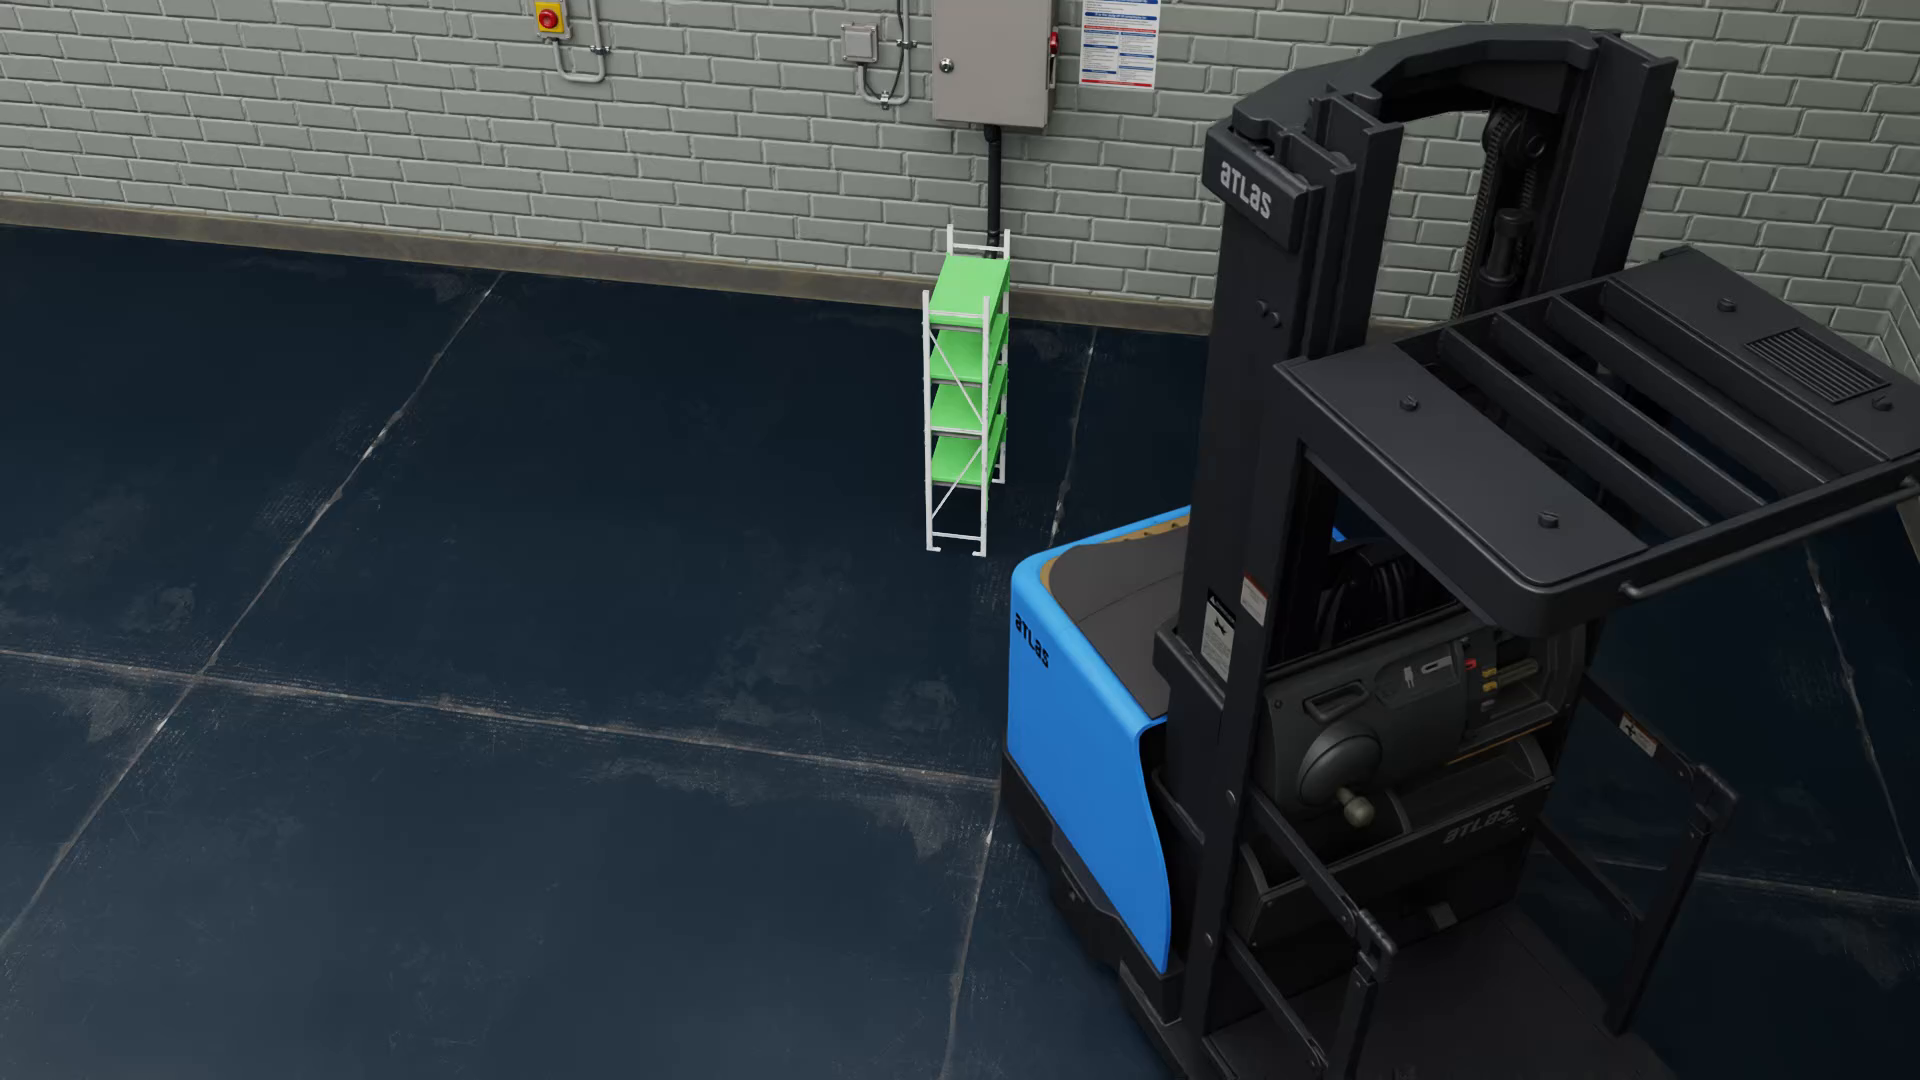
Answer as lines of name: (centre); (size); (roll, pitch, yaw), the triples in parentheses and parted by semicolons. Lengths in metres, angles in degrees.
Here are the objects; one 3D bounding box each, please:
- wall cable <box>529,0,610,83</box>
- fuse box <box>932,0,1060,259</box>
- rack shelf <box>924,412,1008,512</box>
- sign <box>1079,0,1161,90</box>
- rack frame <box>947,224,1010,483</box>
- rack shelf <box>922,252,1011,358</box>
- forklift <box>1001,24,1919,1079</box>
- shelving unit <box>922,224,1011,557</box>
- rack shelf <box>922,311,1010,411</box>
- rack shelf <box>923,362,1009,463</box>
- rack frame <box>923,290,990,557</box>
wall cable: (-1.885, -2.852, 7.024); (0.585, 1.953, 0.123); (6, 40, 8)
fuse box: (0.159, -1.629, 7.377); (0.539, 1.711, 0.414); (6, 40, 8)
rack shelf: (0.029, -0.332, 6.687); (0.258, 0.148, 0.480); (6, 40, 8)
sign: (0.681, -2.164, 7.088); (0.329, 0.494, 0.001); (6, 40, 8)
rack frame: (0.071, -0.719, 6.679); (0.240, 1.200, 0.015); (6, 40, 8)
rack shelf: (0.029, -0.887, 6.228); (0.258, 0.148, 0.480); (6, 40, 8)
forklift: (1.233, 0.472, 3.879); (1.130, 2.935, 3.031); (-17, 43, -20)
shelving unit: (0.029, -0.566, 6.493); (0.258, 1.200, 0.503); (6, 40, 8)
rack shelf: (0.029, -0.702, 6.381); (0.258, 0.148, 0.480); (6, 40, 8)
rack shelf: (0.029, -0.517, 6.534); (0.258, 0.148, 0.480); (6, 40, 8)
rack frame: (-0.014, -0.413, 6.308); (0.240, 1.200, 0.015); (6, 40, 8)
